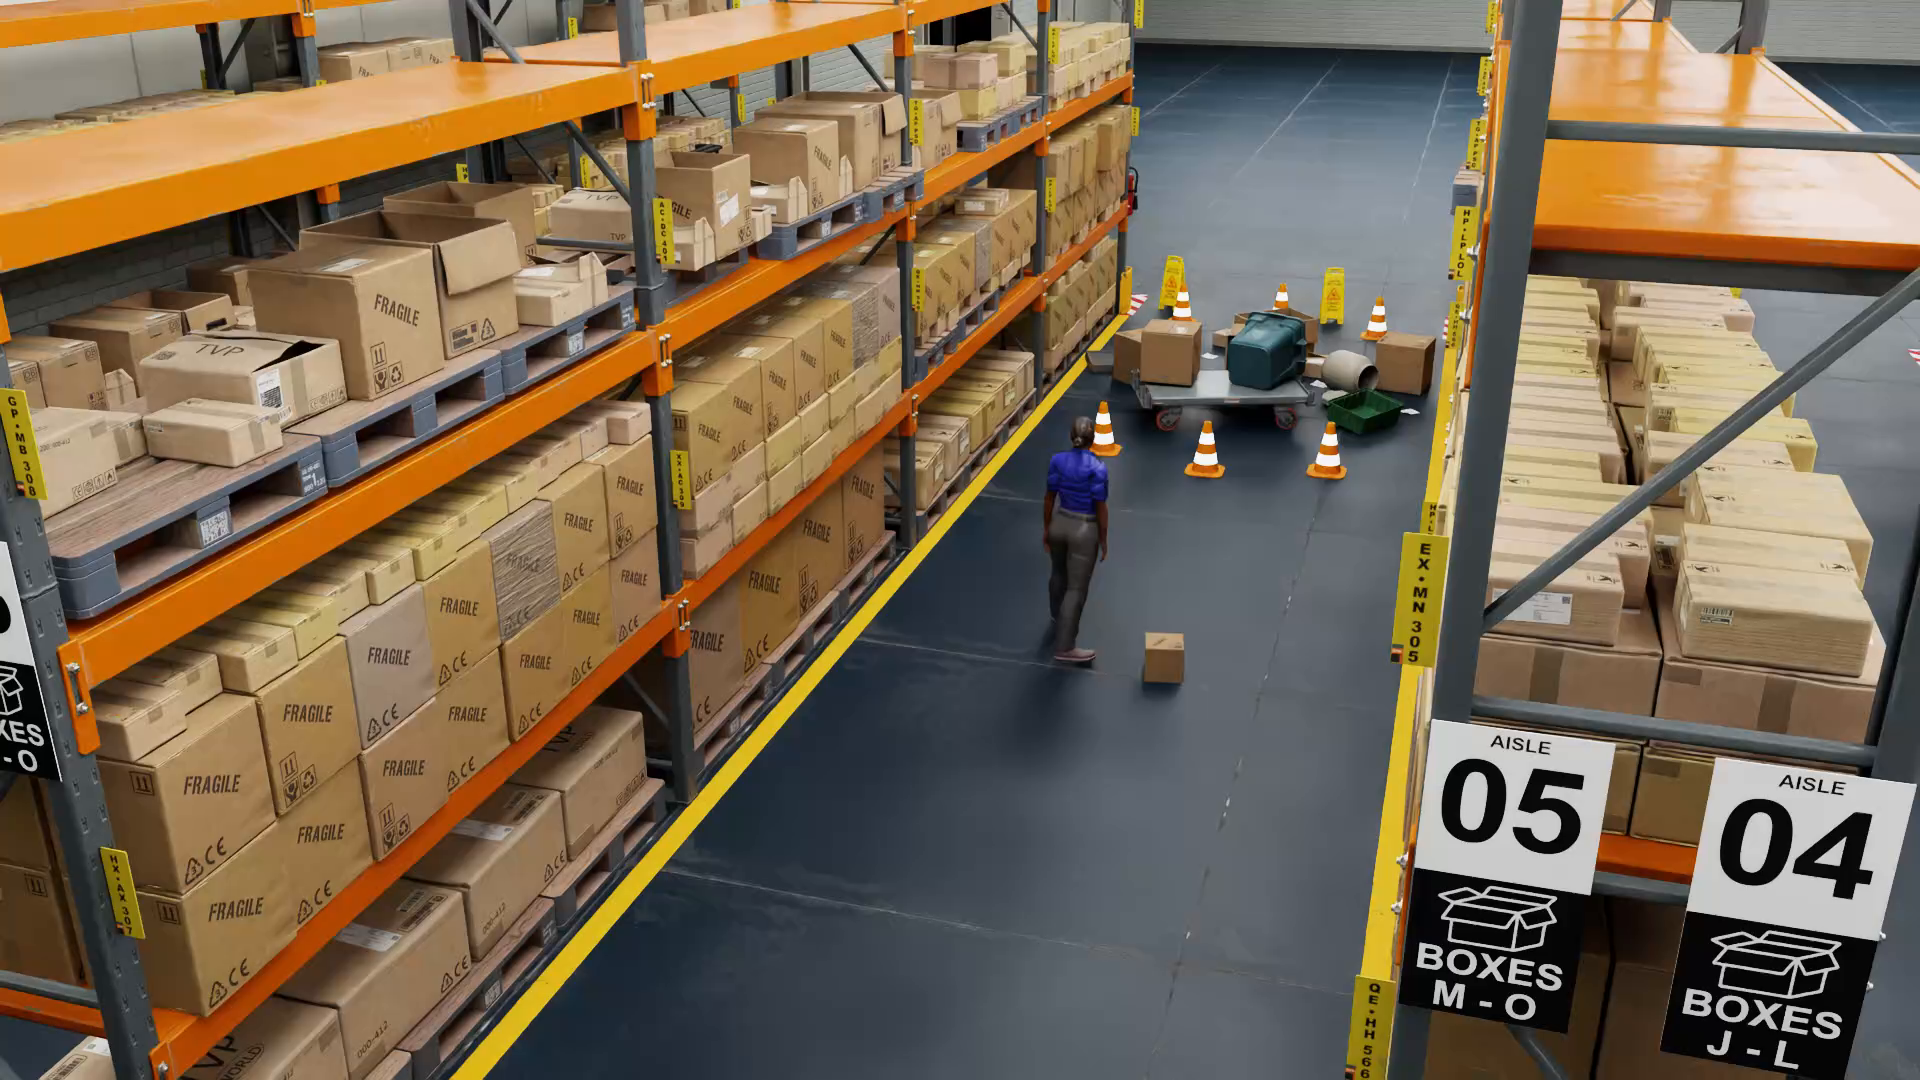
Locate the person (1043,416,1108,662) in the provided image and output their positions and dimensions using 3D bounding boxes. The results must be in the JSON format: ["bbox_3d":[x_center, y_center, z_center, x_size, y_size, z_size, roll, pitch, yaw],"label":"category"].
[{"bbox_3d":[0.766,-0.070,11.243,0.654,1.629,0.778,16,27,34],"label":"person"}]
